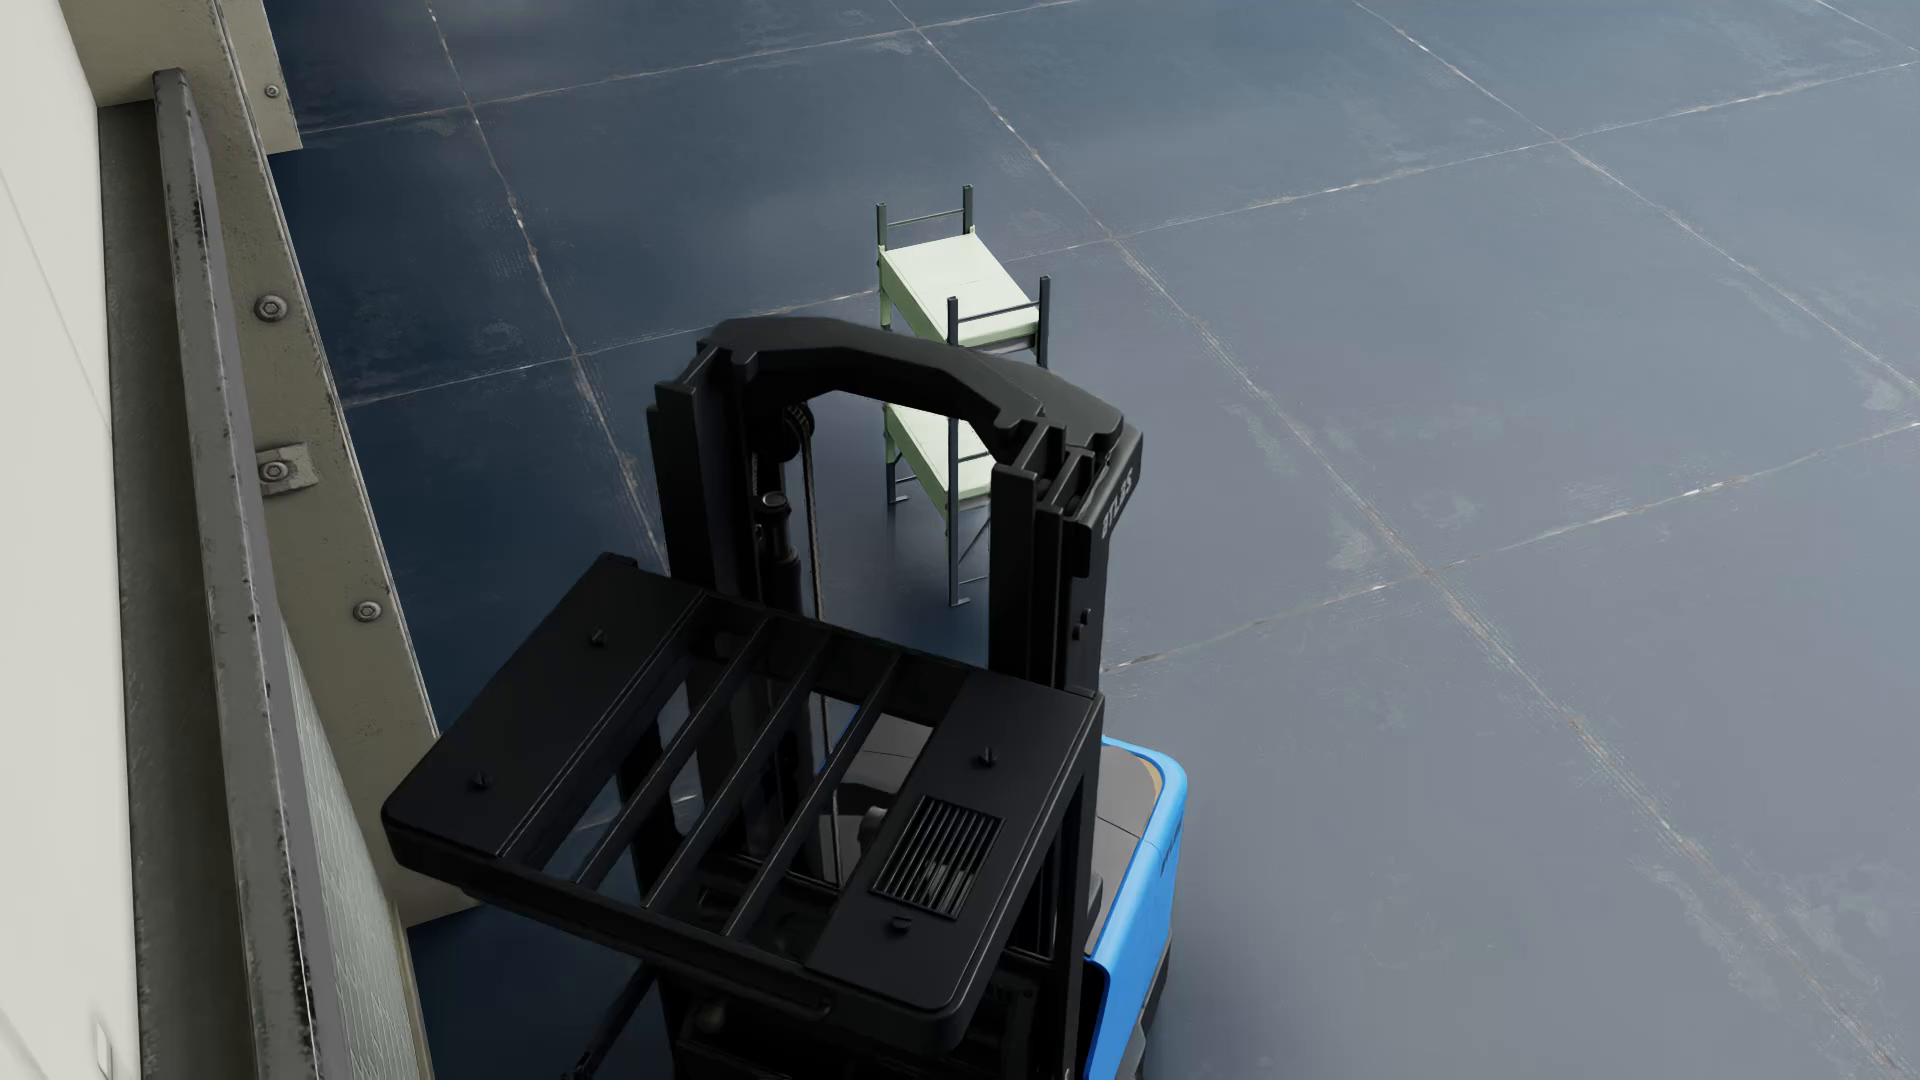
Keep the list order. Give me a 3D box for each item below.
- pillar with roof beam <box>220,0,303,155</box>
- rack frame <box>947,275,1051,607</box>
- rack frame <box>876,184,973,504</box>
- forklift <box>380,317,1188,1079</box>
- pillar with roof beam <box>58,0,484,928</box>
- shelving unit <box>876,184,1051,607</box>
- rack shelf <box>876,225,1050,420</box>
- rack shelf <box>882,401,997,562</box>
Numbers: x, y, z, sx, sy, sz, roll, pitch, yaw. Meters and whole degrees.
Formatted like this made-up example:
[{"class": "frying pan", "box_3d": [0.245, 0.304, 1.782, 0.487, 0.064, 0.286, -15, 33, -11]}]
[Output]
[{"class": "pillar with roof beam", "box_3d": [-0.188, -6.919, 8.394, 9.100, 9.000, 0.400, -15, 43, -17]}, {"class": "rack frame", "box_3d": [0.143, -0.344, 6.500, 0.400, 1.500, 0.023, -15, 43, -17]}, {"class": "rack frame", "box_3d": [-0.137, -0.785, 7.013, 0.400, 1.500, 0.023, -15, 43, -17]}, {"class": "forklift", "box_3d": [-0.346, 1.116, 3.704, 1.130, 2.935, 3.031, 15, 43, 17]}, {"class": "pillar with roof beam", "box_3d": [2.107, -3.305, 4.191, 9.100, 9.000, 0.400, -15, 43, -17]}, {"class": "shelving unit", "box_3d": [0.003, -0.565, 6.756, 0.431, 1.500, 0.755, -15, 43, -17]}, {"class": "rack shelf", "box_3d": [0.003, -0.861, 6.502, 0.431, 0.370, 0.720, -15, 43, -17]}, {"class": "rack shelf", "box_3d": [0.003, -0.317, 6.969, 0.431, 0.370, 0.720, -15, 43, -17]}]
